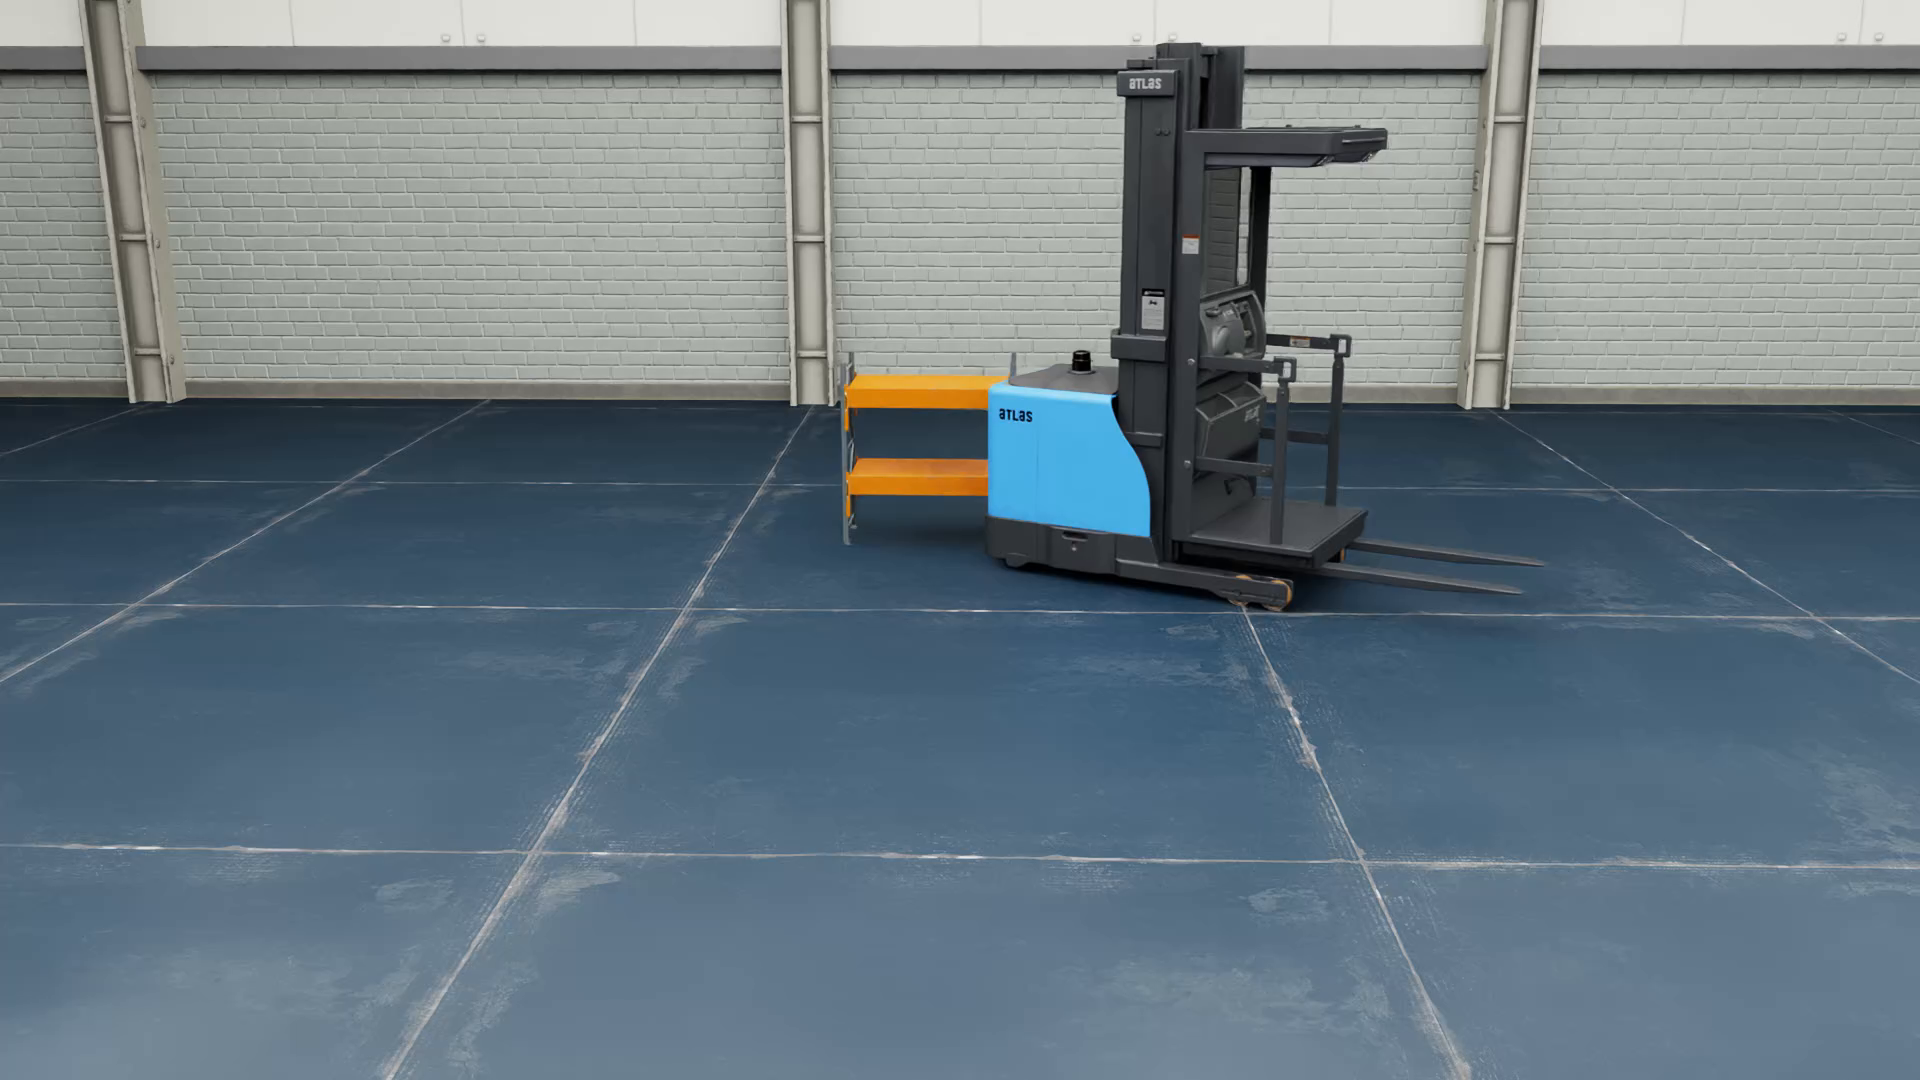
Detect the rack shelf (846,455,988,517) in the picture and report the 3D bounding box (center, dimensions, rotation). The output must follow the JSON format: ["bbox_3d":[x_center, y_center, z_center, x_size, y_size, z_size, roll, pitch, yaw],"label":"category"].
[{"bbox_3d":[-0.182,-0.336,10.367,1.000,0.278,0.538,1,15,3],"label":"rack shelf"}]

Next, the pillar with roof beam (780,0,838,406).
[{"bbox_3d":[-1.428,-4.494,9.732,0.400,9.000,9.100,0,15,1],"label":"pillar with roof beam"}]

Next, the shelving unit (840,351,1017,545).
[{"bbox_3d":[-0.182,-0.572,10.305,1.048,1.125,0.538,1,15,3],"label":"shelving unit"}]

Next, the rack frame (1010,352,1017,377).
[{"bbox_3d":[0.325,-0.566,10.282,0.032,1.125,0.500,1,15,3],"label":"rack frame"}]

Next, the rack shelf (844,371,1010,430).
[{"bbox_3d":[-0.182,-0.855,10.230,1.000,0.278,0.538,1,15,3],"label":"rack shelf"}]

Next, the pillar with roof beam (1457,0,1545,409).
[{"bbox_3d":[4.570,-4.454,9.584,0.400,9.000,9.100,0,15,1],"label":"pillar with roof beam"}]

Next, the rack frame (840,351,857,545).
[{"bbox_3d":[-0.690,-0.579,10.328,0.032,1.125,0.500,1,15,3],"label":"rack frame"}]

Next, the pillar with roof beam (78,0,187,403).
[{"bbox_3d":[-7.426,-4.533,9.880,0.400,9.000,9.100,0,15,1],"label":"pillar with roof beam"}]

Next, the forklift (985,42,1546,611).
[{"bbox_3d":[1.687,-1.191,9.109,3.031,2.935,1.130,8,17,28],"label":"forklift"}]
